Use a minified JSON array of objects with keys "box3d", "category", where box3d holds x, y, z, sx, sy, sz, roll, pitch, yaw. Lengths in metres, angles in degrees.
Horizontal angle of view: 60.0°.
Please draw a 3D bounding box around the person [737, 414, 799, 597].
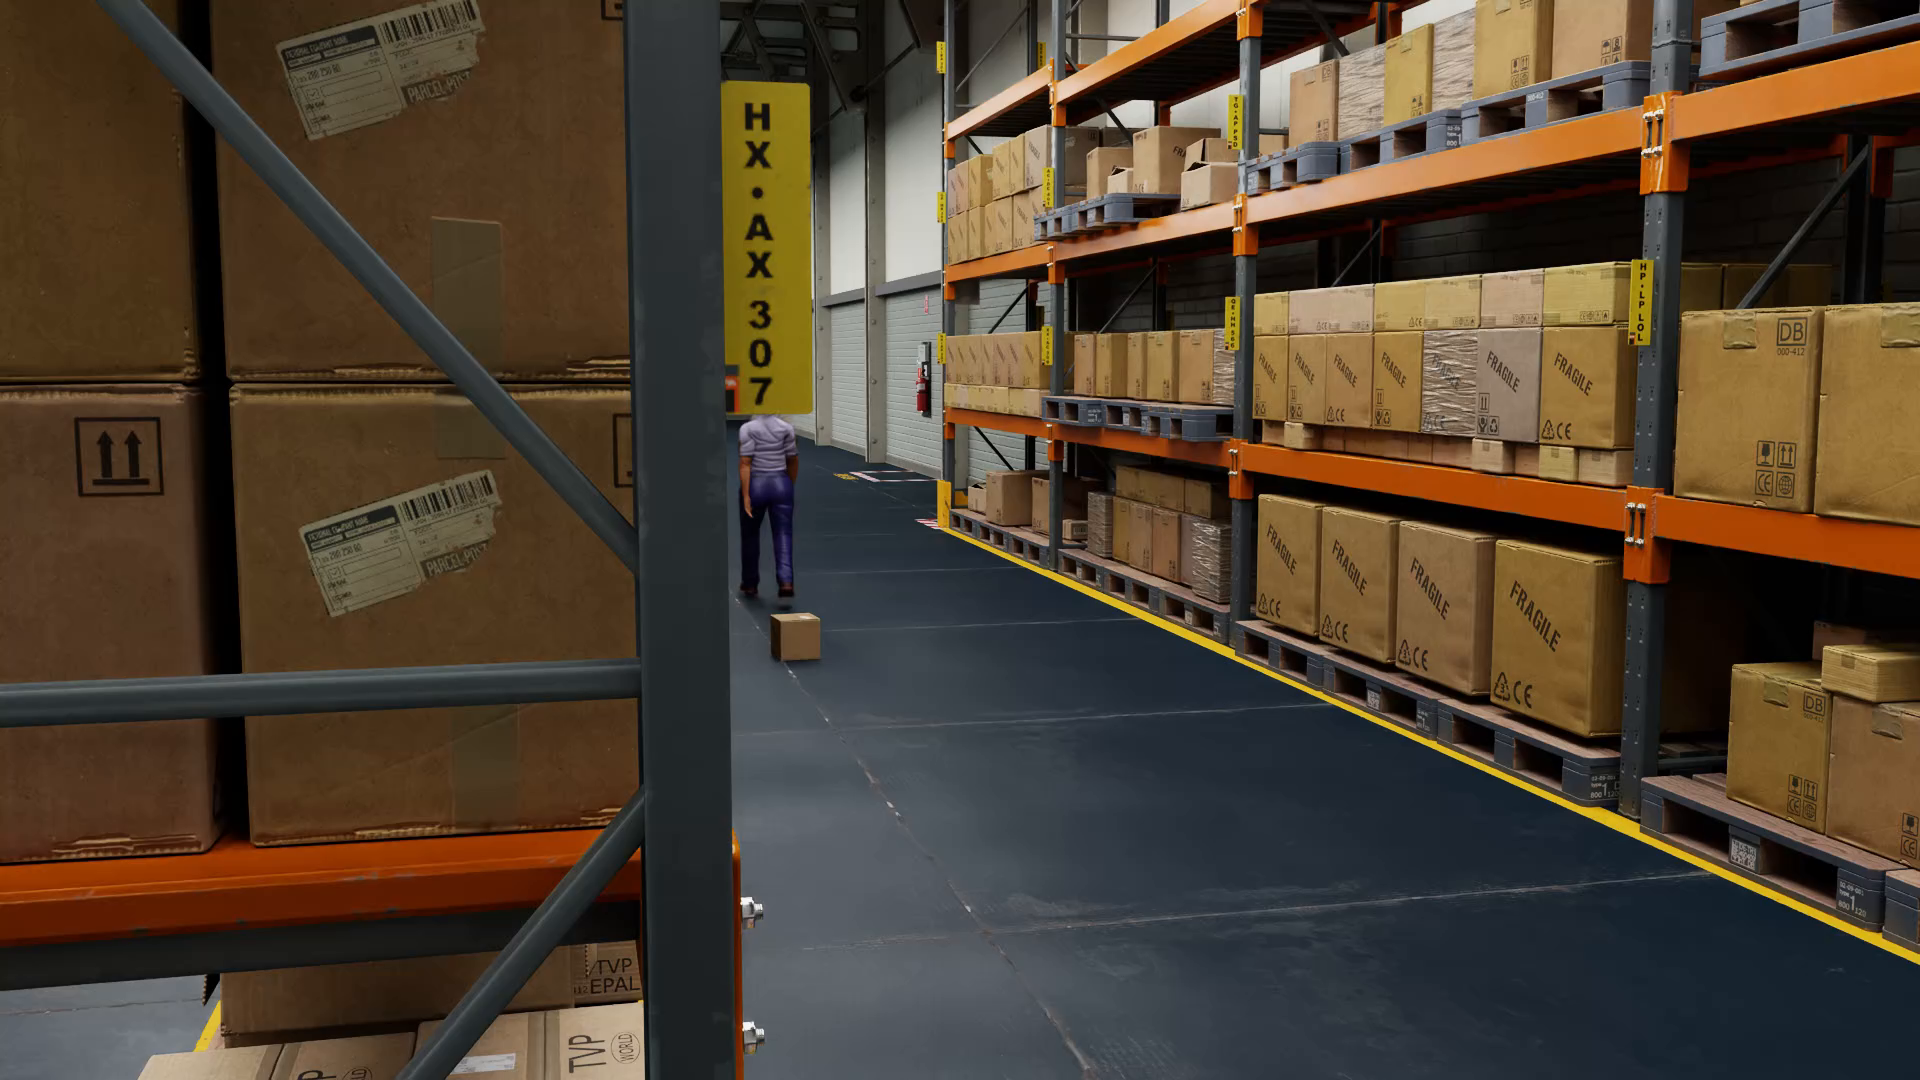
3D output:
[{"box3d":[-1.445,-0.352,12.551,0.473,1.588,1.006,-1,6,-13],"category":"person"}]
